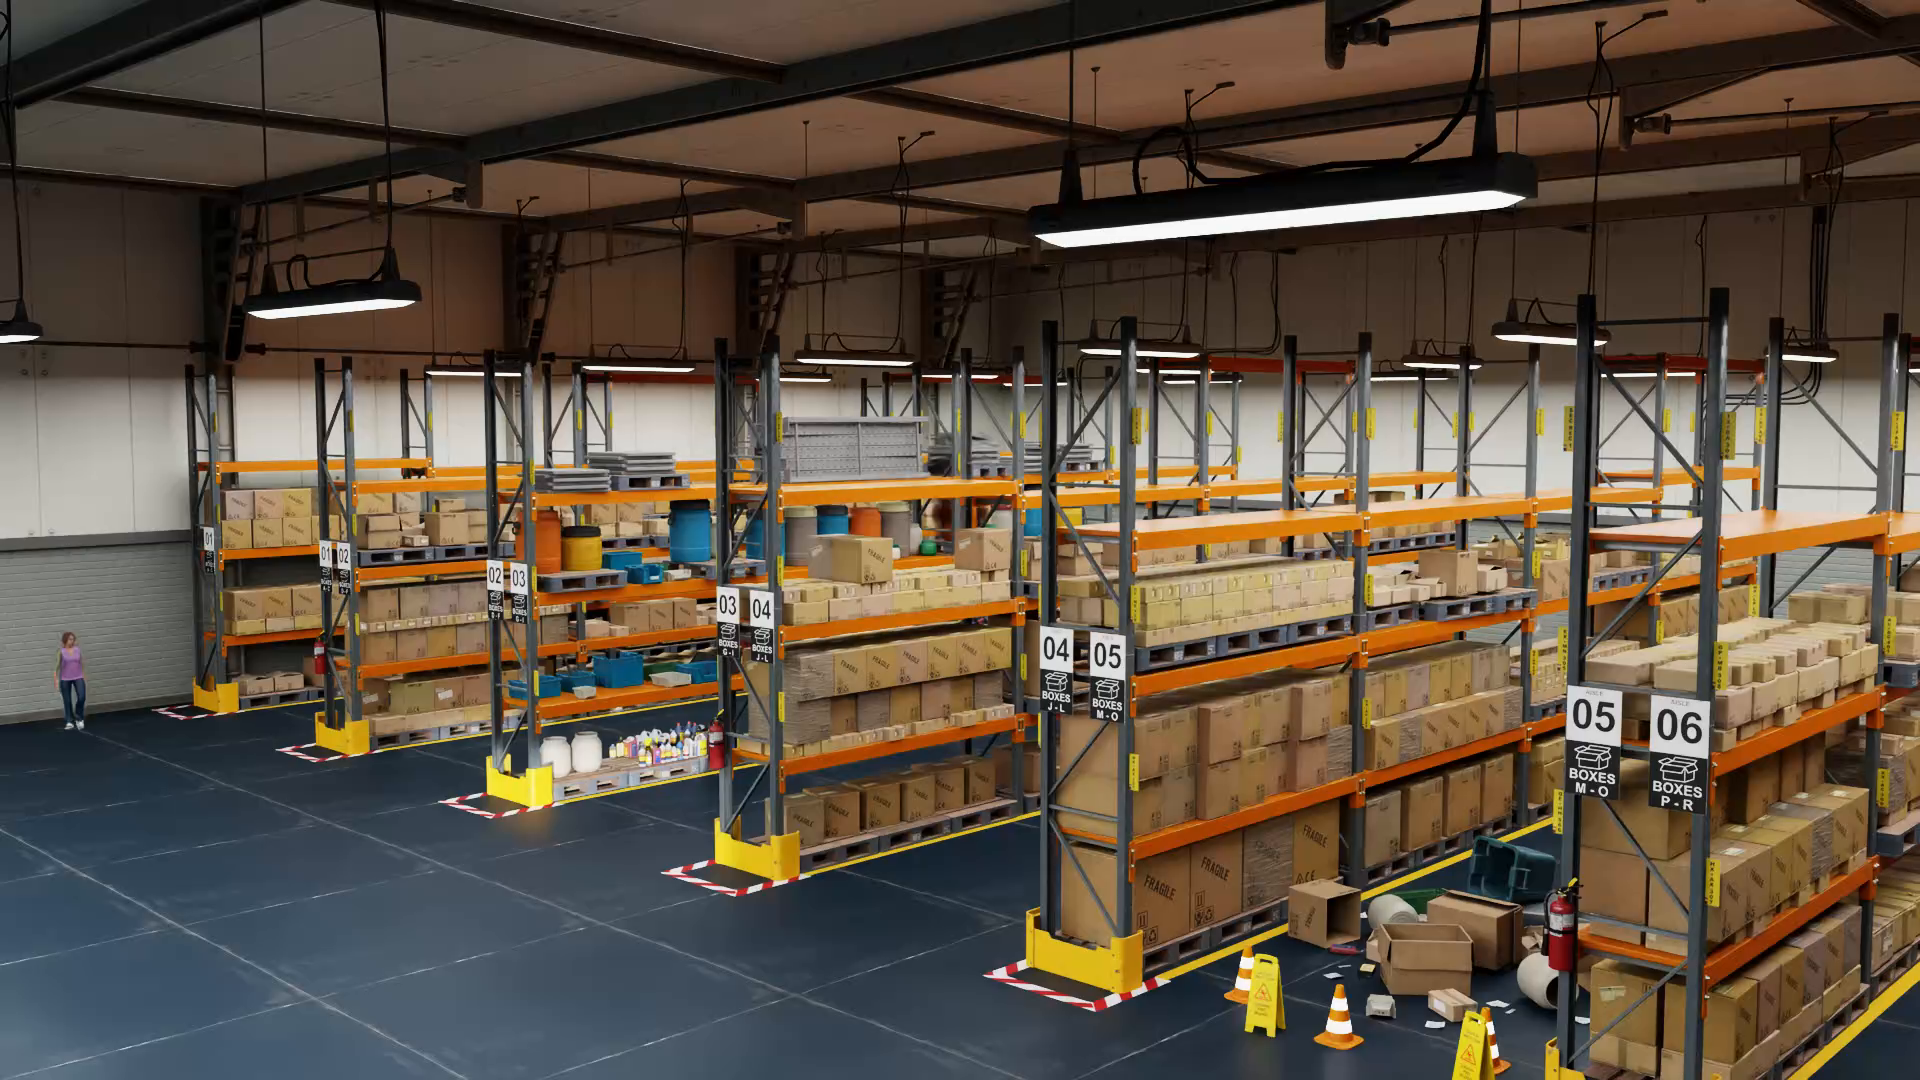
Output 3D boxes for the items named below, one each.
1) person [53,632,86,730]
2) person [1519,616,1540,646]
[{"bbox_3d":[-14.533,2.308,27.146,0.466,1.616,0.428,-3,5,-30],"label":"person"},{"bbox_3d":[11.264,1.763,32.803,0.726,1.751,0.539,2,5,24],"label":"person"}]
